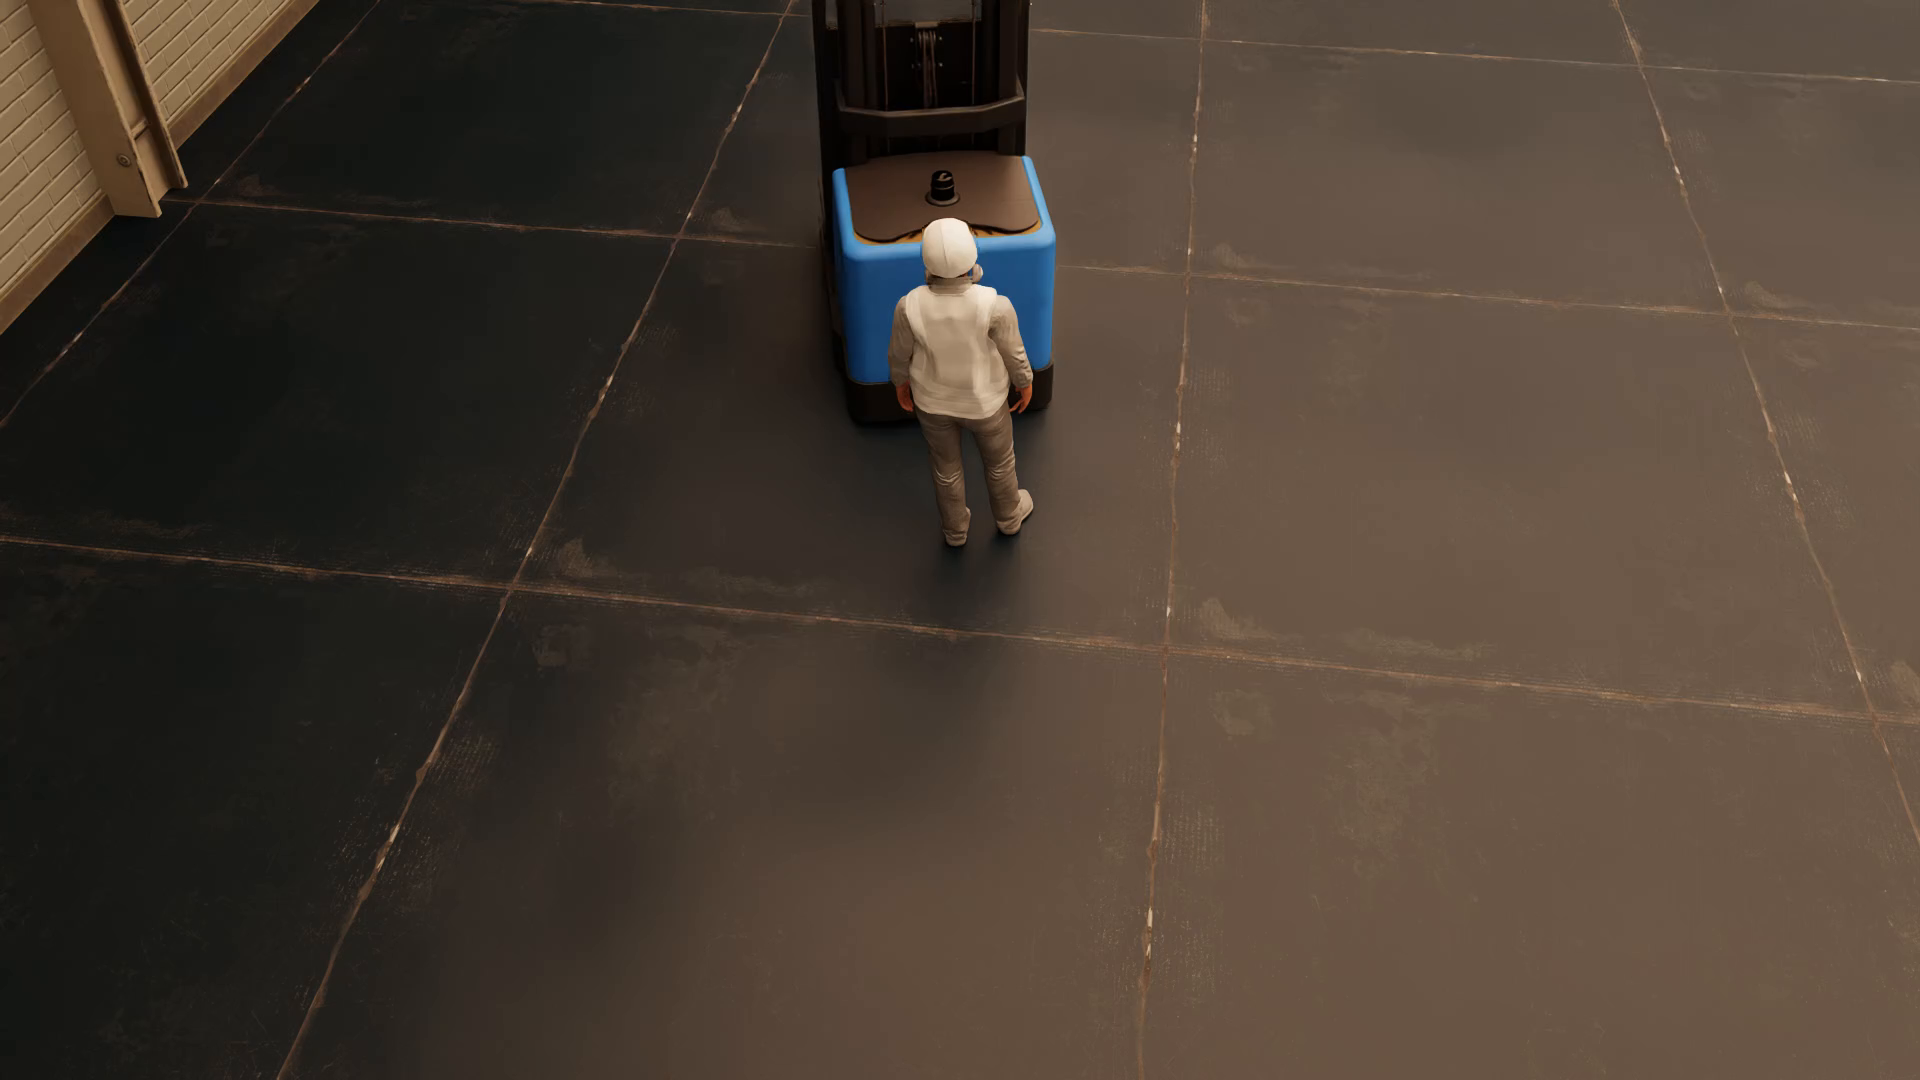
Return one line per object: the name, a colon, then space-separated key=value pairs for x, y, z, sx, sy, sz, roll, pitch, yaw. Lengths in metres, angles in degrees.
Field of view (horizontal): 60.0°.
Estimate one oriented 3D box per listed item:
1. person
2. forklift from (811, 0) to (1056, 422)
person: x=0.016 y=-0.699 z=7.330 sx=0.632 sy=1.773 sz=0.568 roll=5 pitch=43 yaw=6
forklift: x=-0.229 y=-2.676 z=8.637 sx=1.130 sy=2.935 sz=3.031 roll=-5 pitch=43 yaw=-5
